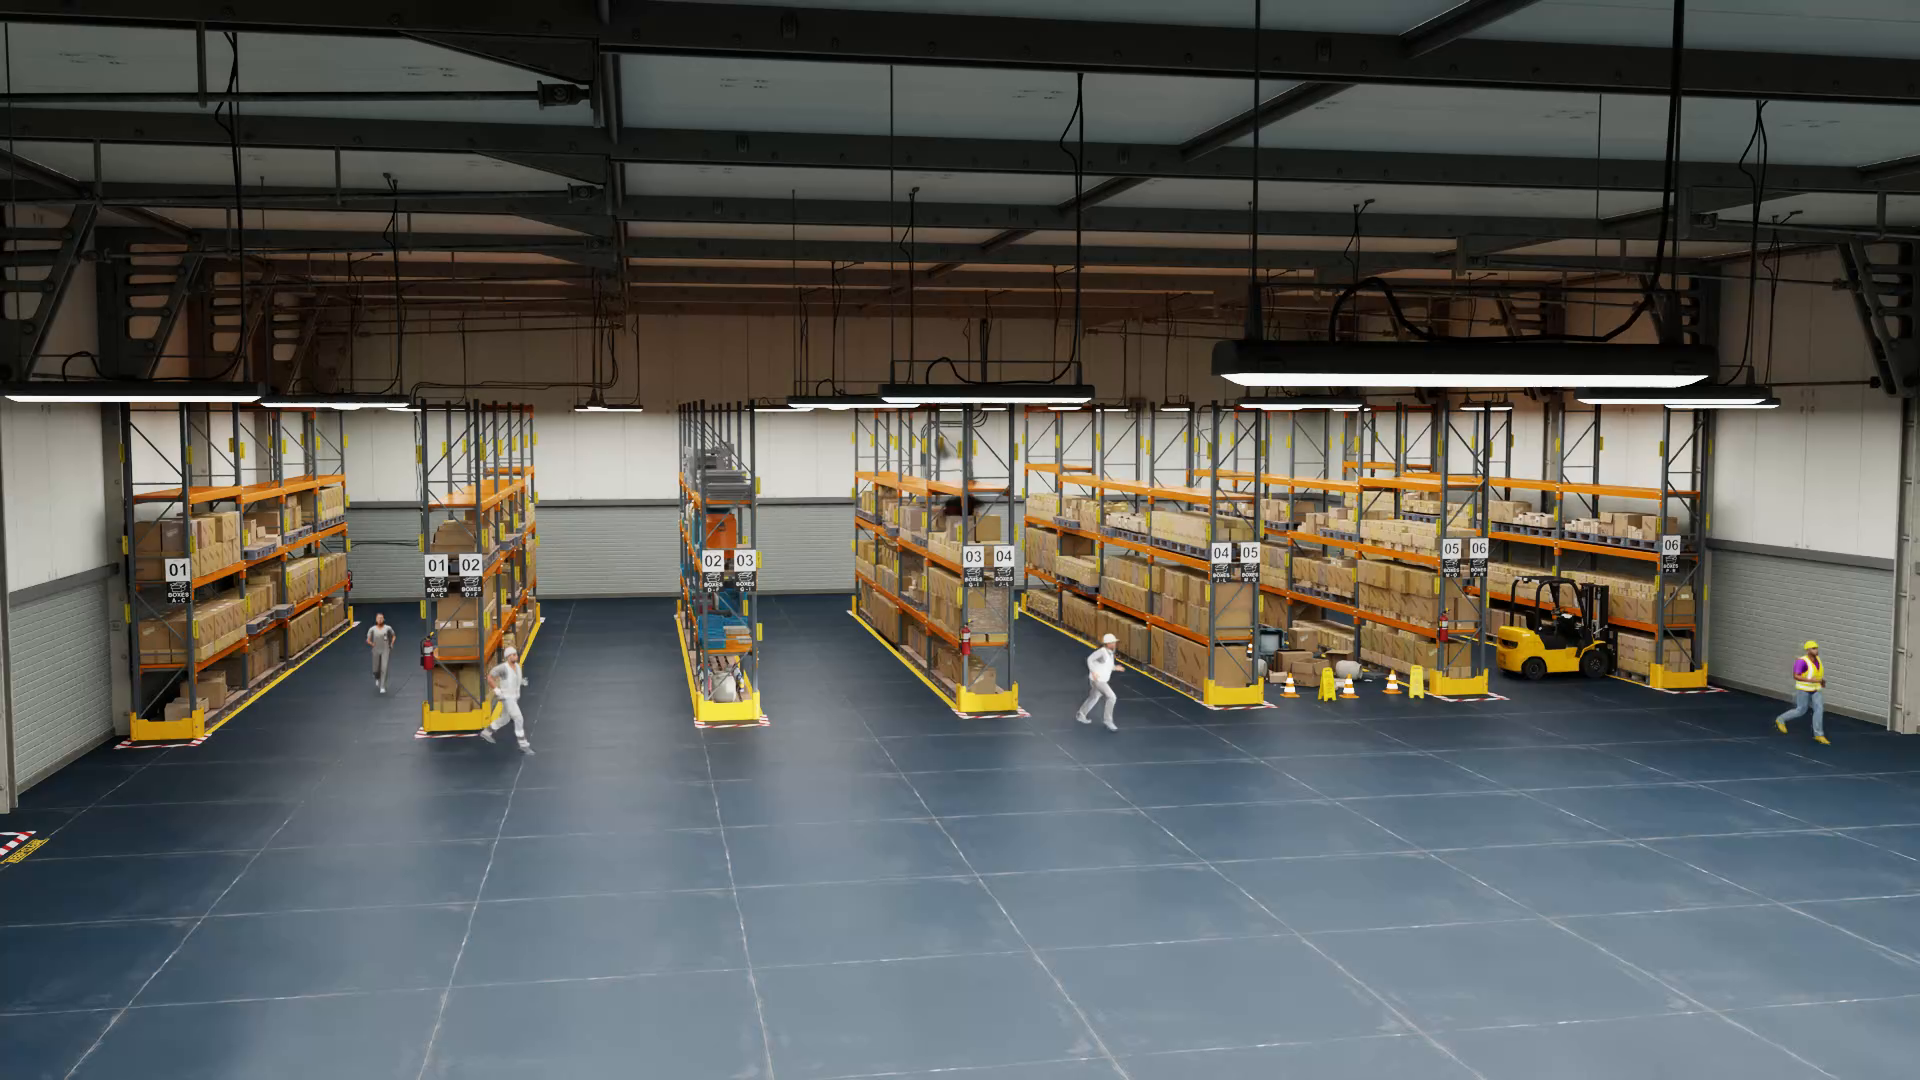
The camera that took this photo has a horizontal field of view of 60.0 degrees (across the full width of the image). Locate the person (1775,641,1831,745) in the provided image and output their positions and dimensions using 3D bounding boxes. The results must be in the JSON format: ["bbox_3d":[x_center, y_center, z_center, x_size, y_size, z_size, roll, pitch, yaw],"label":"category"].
[{"bbox_3d":[14.857,2.639,29.178,0.711,1.772,0.978,-2,5,-22],"label":"person"}]

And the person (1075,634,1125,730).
[{"bbox_3d":[2.527,2.582,30.363,0.913,1.770,0.677,2,5,23],"label":"person"}]

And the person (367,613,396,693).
[{"bbox_3d":[-11.948,2.315,34.357,0.573,1.628,0.758,-1,5,-18],"label":"person"}]

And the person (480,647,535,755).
[{"bbox_3d":[-7.667,2.721,28.191,1.057,1.837,0.624,1,4,12],"label":"person"}]
